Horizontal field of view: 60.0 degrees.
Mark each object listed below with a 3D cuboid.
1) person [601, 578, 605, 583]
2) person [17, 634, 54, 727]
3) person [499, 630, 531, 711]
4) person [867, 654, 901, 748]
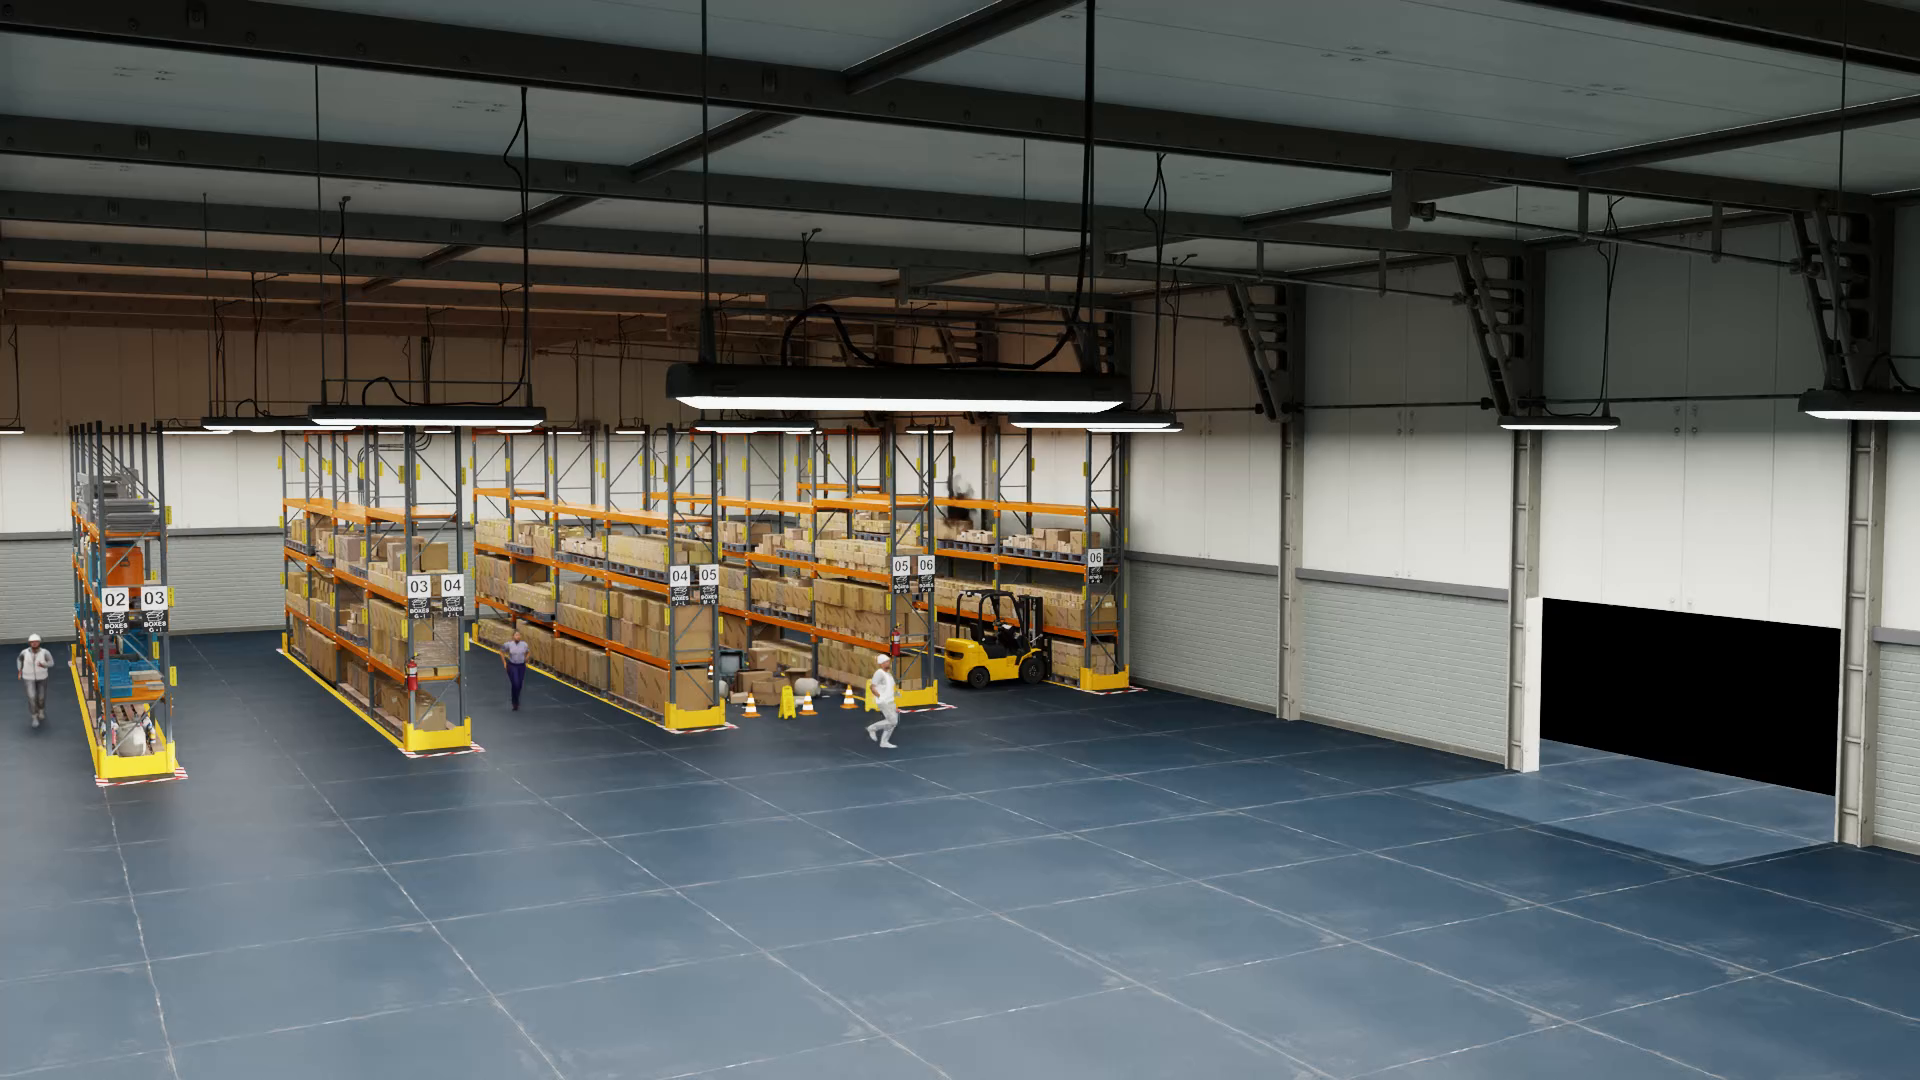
[{"bbox_3d":[-10.573,1.813,49.937,0.870,1.725,0.548,-2,4,-27],"label":"person"},{"bbox_3d":[-18.397,2.761,33.110,0.645,1.779,0.935,-2,4,-30],"label":"person"},{"bbox_3d":[-9.343,2.752,35.087,0.589,1.710,0.730,-3,5,-39],"label":"person"},{"bbox_3d":[-1.402,2.970,30.637,0.595,1.734,0.696,1,4,13],"label":"person"}]
